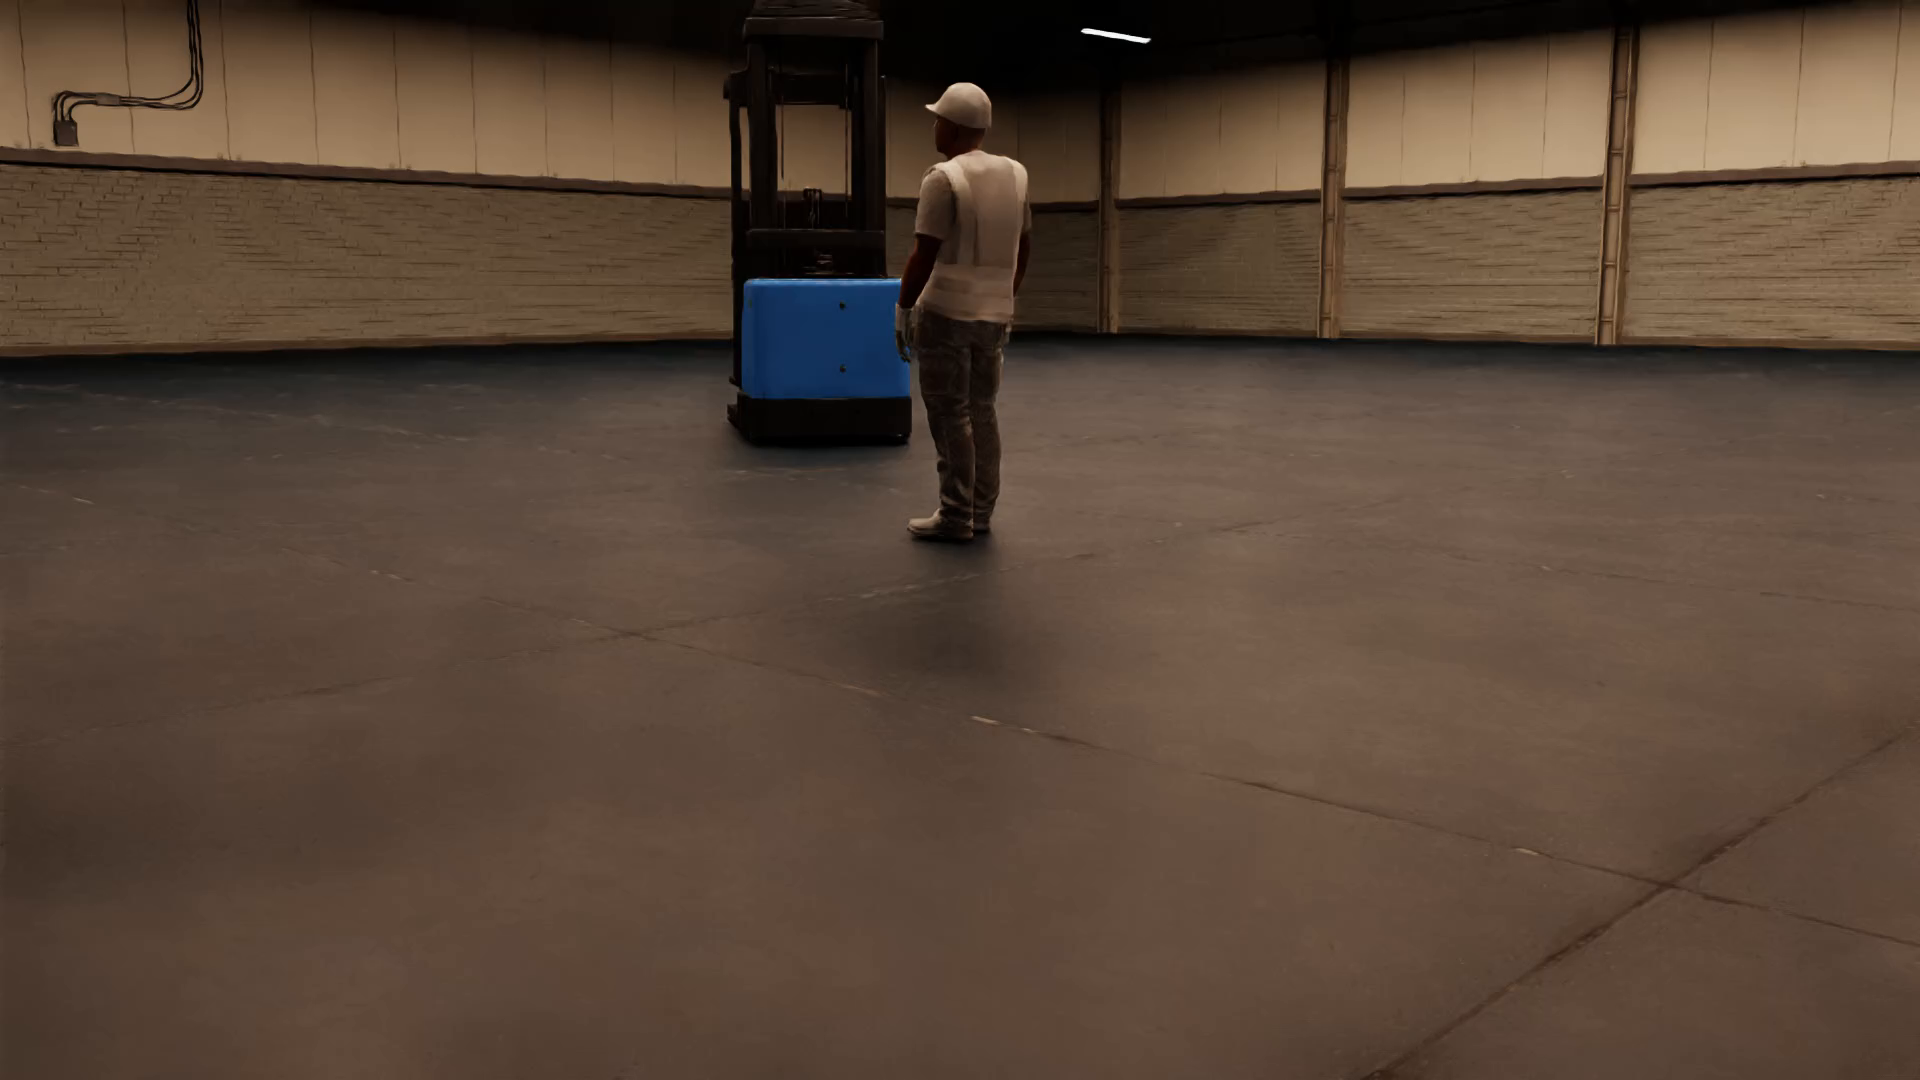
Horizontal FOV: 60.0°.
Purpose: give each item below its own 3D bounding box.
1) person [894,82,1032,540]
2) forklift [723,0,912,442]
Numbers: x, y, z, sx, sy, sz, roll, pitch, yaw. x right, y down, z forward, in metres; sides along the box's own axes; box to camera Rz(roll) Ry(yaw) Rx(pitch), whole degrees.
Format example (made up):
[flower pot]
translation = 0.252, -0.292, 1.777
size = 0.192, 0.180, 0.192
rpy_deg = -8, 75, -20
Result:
[person]
translation = -0.046, -0.897, 6.639
size = 0.576, 1.782, 0.655
rpy_deg = 8, 12, 43
[forklift]
translation = -1.116, -2.279, 12.008
size = 1.130, 2.935, 3.031
rpy_deg = -2, 9, -12
